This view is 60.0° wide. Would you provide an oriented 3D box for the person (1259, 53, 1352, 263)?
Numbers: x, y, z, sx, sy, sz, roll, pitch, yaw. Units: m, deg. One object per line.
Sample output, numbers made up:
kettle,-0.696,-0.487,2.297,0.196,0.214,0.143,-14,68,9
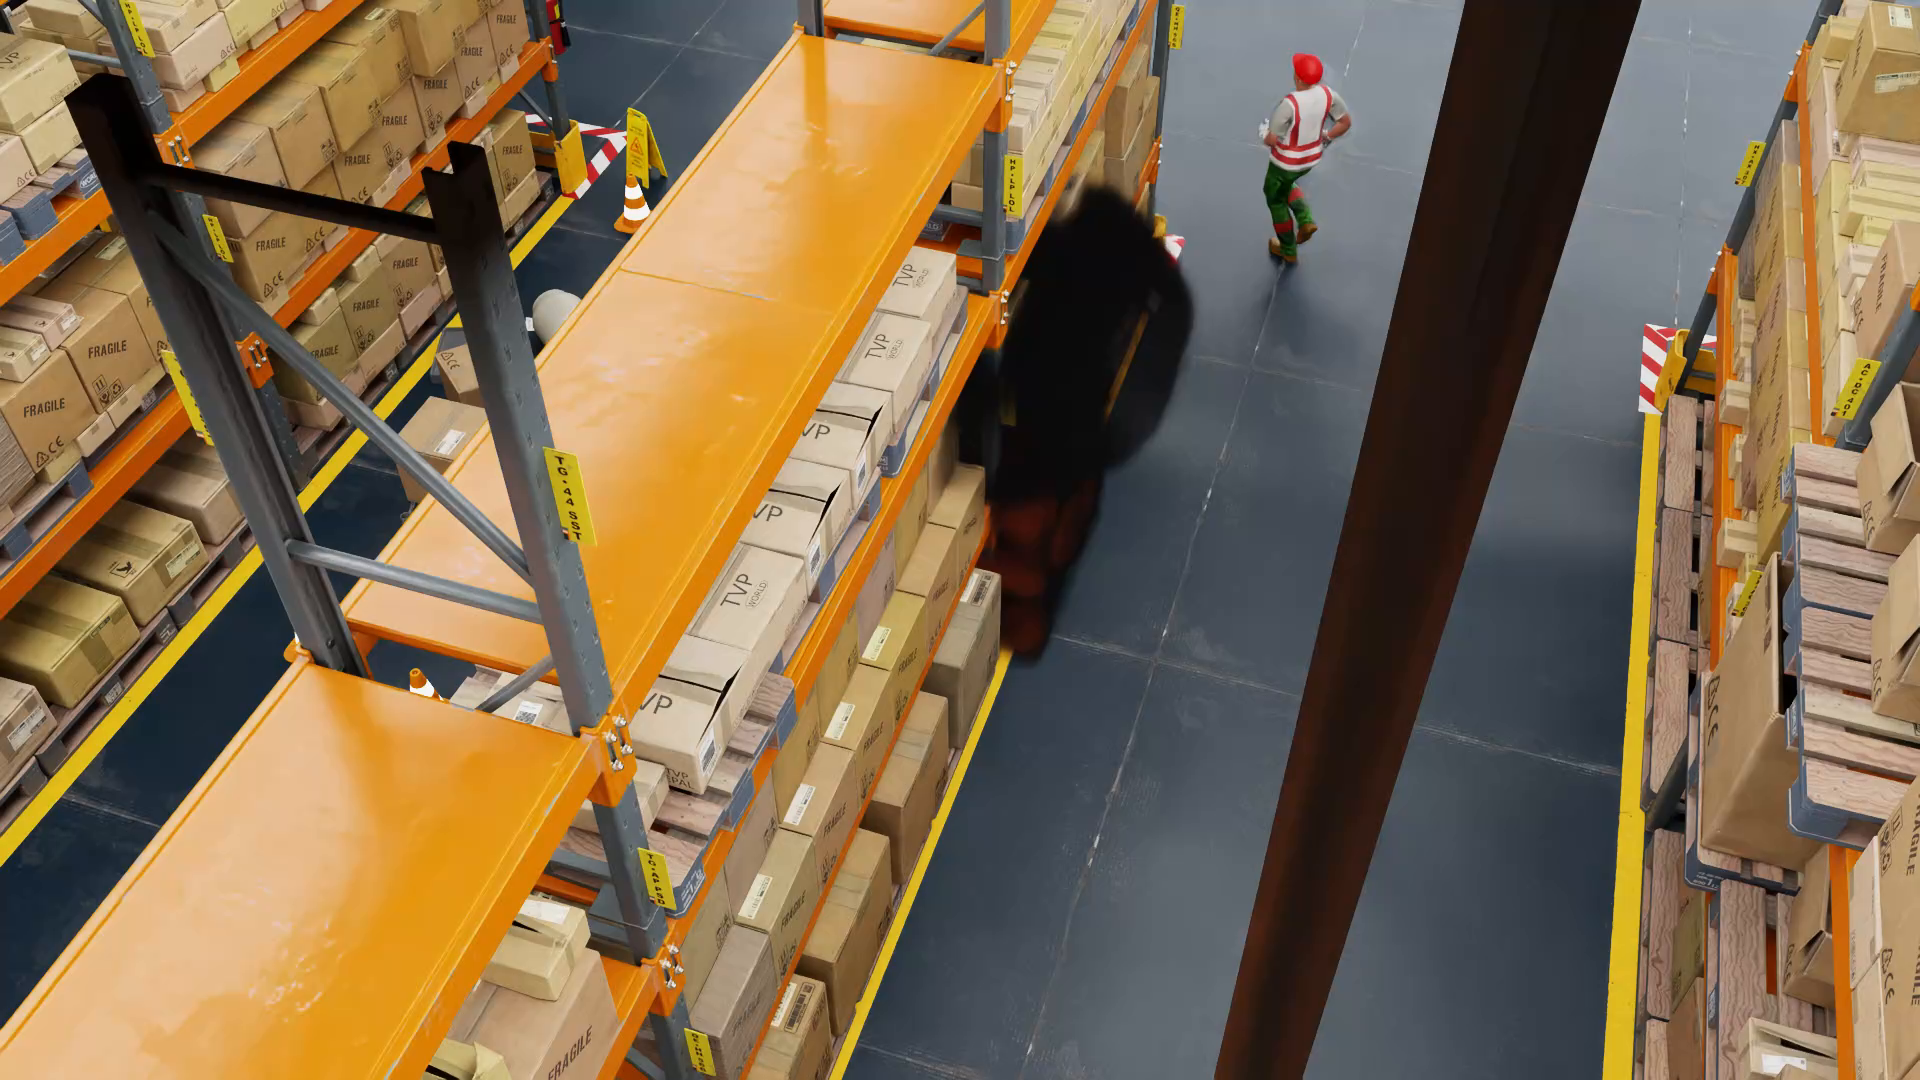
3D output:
person,2.560,-2.974,12.824,0.660,1.738,0.590,-22,50,-20
